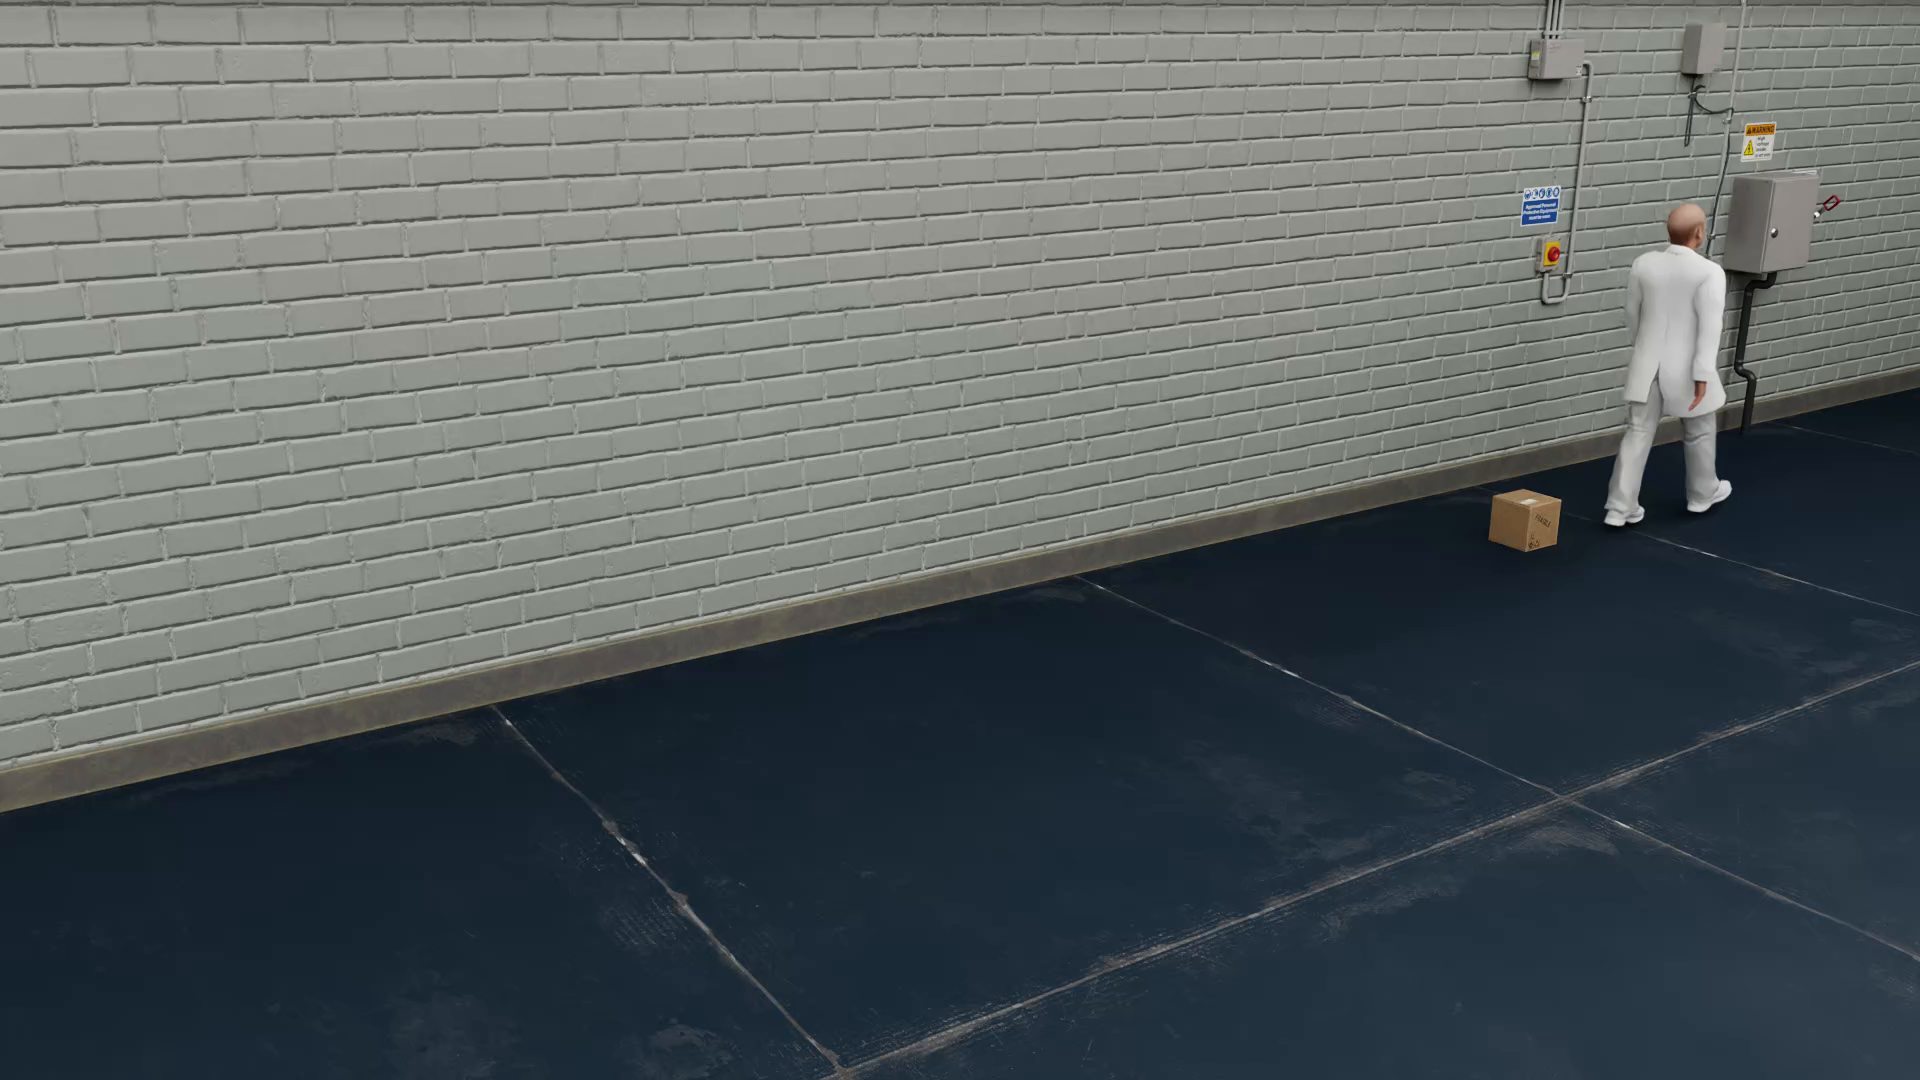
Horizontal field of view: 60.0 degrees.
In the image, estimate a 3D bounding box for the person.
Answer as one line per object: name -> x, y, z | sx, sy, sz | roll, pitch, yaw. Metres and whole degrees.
person -> 3.932, -0.971, 9.085 | 0.997, 1.740, 0.585 | -17, 24, -42
